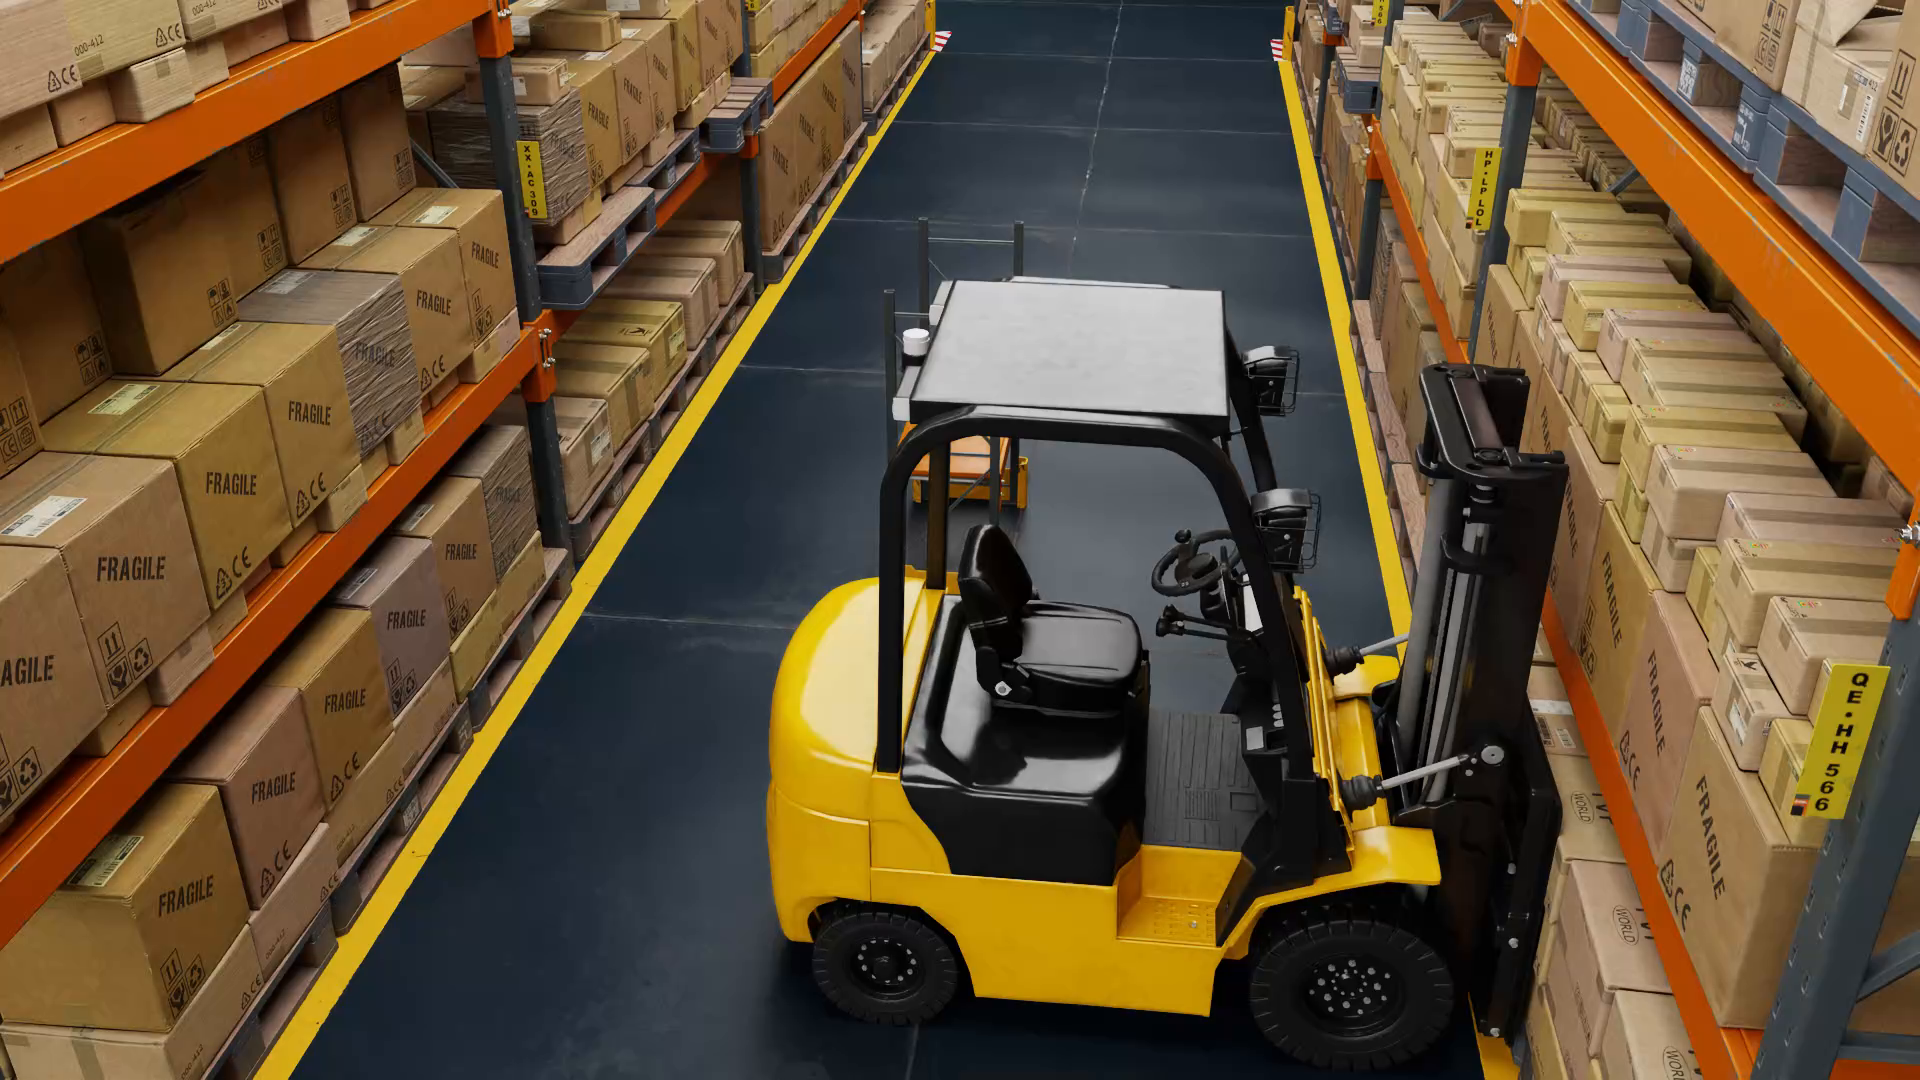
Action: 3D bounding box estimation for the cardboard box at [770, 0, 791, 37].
[{"bbox_3d":[-1.477,-3.661,11.515,0.500,0.250,0.500,4,29,7],"label":"cardboard box"}]

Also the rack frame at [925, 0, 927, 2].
[{"bbox_3d":[-0.869,-6.806,17.720,1.000,3.000,0.127,3,28,6],"label":"rack frame"}]

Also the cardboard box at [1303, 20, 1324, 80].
[{"bbox_3d":[3.582,-4.678,15.963,0.500,0.500,0.500,4,29,7],"label":"cardboard box"}]

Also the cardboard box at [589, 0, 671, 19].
[{"bbox_3d":[-1.769,-2.899,8.923,0.380,0.149,0.250,2,28,4],"label":"cardboard box"}]

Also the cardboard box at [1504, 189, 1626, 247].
[{"bbox_3d":[2.254,-1.198,6.208,0.380,0.149,0.250,4,29,7],"label":"cardboard box"}]

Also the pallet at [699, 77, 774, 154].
[{"bbox_3d":[-1.831,-2.614,10.141,1.213,0.211,1.003,3,28,6],"label":"pallet"}]

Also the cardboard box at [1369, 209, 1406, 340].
[{"bbox_3d":[2.988,-1.600,10.118,0.875,0.625,0.625,4,29,8],"label":"cardboard box"}]

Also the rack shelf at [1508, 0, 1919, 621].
[{"bbox_3d":[2.343,-0.933,4.415,1.077,0.370,4.000,3,28,6],"label":"rack shelf"}]

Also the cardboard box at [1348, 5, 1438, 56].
[{"bbox_3d":[2.886,-3.388,11.091,0.500,0.250,0.500,2,28,4],"label":"cardboard box"}]

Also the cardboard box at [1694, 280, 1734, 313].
[{"bbox_3d":[2.766,-0.790,5.764,0.380,0.149,0.250,4,29,7],"label":"cardboard box"}]

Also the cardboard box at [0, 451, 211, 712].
[{"bbox_3d":[-2.436,0.100,4.483,0.500,0.500,0.500,4,29,8],"label":"cardboard box"}]

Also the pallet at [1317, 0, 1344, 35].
[{"bbox_3d":[3.362,-4.182,13.052,1.003,0.211,1.213,3,28,6],"label":"pallet"}]

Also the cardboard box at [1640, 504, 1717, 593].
[{"bbox_3d":[1.984,0.018,4.264,0.380,0.149,0.250,2,28,5],"label":"cardboard box"}]

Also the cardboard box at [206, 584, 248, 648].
[{"bbox_3d":[-2.377,0.208,4.966,0.380,0.149,0.250,4,29,8],"label":"cardboard box"}]

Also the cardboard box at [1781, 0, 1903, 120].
[{"bbox_3d":[1.929,-1.005,3.384,0.396,0.266,0.258,3,29,6],"label":"cardboard box"}]

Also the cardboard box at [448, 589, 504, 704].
[{"bbox_3d":[-2.200,0.414,6.776,0.500,0.250,0.500,3,28,5],"label":"cardboard box"}]

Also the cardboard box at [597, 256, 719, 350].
[{"bbox_3d":[-2.011,-1.455,10.116,0.950,0.372,0.625,3,28,5],"label":"cardboard box"}]

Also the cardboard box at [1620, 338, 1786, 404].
[{"bbox_3d":[2.162,-0.469,4.855,0.380,0.149,0.250,3,29,6],"label":"cardboard box"}]

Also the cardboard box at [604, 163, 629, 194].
[{"bbox_3d":[-1.887,-1.847,8.337,0.380,0.149,0.250,4,29,7],"label":"cardboard box"}]

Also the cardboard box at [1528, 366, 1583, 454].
[{"bbox_3d":[2.166,-0.236,5.420,0.500,0.500,0.500,3,28,6],"label":"cardboard box"}]

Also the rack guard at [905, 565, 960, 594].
[{"bbox_3d":[-0.070,0.160,7.689,0.587,0.250,0.087,3,28,6],"label":"rack guard"}]

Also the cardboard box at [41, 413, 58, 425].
[{"bbox_3d":[-2.905,-0.191,5.024,0.500,0.500,0.500,3,28,6],"label":"cardboard box"}]

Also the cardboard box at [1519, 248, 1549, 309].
[{"bbox_3d":[2.257,-0.943,6.049,0.380,0.149,0.250,4,29,7],"label":"cardboard box"}]

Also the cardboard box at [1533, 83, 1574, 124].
[{"bbox_3d":[3.070,-2.194,8.371,0.380,0.149,0.250,4,29,8],"label":"cardboard box"}]

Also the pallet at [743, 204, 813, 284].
[{"bbox_3d":[-1.678,-2.179,12.072,1.003,0.211,1.213,3,28,6],"label":"pallet"}]

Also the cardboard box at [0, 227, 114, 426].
[{"bbox_3d":[-2.953,-0.626,4.777,0.700,0.500,0.500,3,28,6],"label":"cardboard box"}]

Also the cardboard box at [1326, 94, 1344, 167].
[{"bbox_3d":[3.230,-3.255,13.321,0.500,0.500,0.500,3,28,6],"label":"cardboard box"}]

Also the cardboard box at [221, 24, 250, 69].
[{"bbox_3d":[-2.359,-1.479,4.934,0.380,0.149,0.250,3,28,6],"label":"cardboard box"}]

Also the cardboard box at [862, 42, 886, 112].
[{"bbox_3d":[-1.175,-4.269,15.270,0.875,0.438,0.875,3,28,5],"label":"cardboard box"}]

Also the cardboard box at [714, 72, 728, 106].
[{"bbox_3d":[-1.603,-2.695,9.911,0.380,0.149,0.250,3,28,6],"label":"cardboard box"}]

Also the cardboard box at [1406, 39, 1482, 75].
[{"bbox_3d":[2.709,-2.702,9.313,0.380,0.149,0.250,4,29,8],"label":"cardboard box"}]

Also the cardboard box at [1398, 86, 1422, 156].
[{"bbox_3d":[2.636,-2.232,8.861,0.500,0.250,0.500,3,28,5],"label":"cardboard box"}]

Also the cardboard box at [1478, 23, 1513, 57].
[{"bbox_3d":[3.239,-2.918,9.714,0.380,0.149,0.250,4,29,8],"label":"cardboard box"}]

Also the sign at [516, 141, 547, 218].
[{"bbox_3d":[-1.800,-1.510,6.978,0.100,0.325,0.005,3,28,6],"label":"sign"}]

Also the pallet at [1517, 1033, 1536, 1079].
[{"bbox_3d":[2.150,1.878,4.542,1.003,0.211,1.213,3,28,6],"label":"pallet"}]

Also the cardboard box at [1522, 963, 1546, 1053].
[{"bbox_3d":[1.982,1.330,5.075,0.500,0.250,0.500,4,29,7],"label":"cardboard box"}]

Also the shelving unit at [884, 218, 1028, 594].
[{"bbox_3d":[-0.009,-0.624,7.828,0.587,1.500,1.083,3,28,6],"label":"shelving unit"}]

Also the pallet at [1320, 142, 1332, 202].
[{"bbox_3d":[3.506,-3.023,13.639,1.003,0.211,1.213,3,28,6],"label":"pallet"}]

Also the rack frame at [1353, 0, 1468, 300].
[{"bbox_3d":[3.078,-2.753,10.198,1.000,3.000,0.127,3,28,6],"label":"rack frame"}]

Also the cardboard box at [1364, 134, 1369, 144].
[{"bbox_3d":[3.043,-2.744,11.689,0.380,0.149,0.250,4,29,8],"label":"cardboard box"}]

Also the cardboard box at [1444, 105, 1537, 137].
[{"bbox_3d":[2.536,-1.977,7.968,0.380,0.149,0.250,4,29,7],"label":"cardboard box"}]

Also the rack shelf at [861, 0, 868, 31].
[{"bbox_3d":[-1.114,-5.548,16.143,1.077,0.370,4.000,3,28,6],"label":"rack shelf"}]

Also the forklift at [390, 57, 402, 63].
[{"bbox_3d":[-4.257,-3.049,10.819,1.130,2.935,3.031,4,29,7],"label":"forklift"}]

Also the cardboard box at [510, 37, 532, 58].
[{"bbox_3d":[-2.382,-2.224,8.353,0.500,0.500,0.500,4,29,8],"label":"cardboard box"}]

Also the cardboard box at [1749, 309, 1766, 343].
[{"bbox_3d":[2.737,-0.680,5.246,0.380,0.149,0.250,3,28,5],"label":"cardboard box"}]

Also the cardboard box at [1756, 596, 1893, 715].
[{"bbox_3d":[1.932,0.253,3.514,0.380,0.149,0.250,3,28,6],"label":"cardboard box"}]

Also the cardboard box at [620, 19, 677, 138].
[{"bbox_3d":[-1.810,-2.431,8.738,0.500,0.500,0.500,2,28,4],"label":"cardboard box"}]

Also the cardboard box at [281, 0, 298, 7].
[{"bbox_3d":[-2.264,-1.842,5.188,0.500,0.250,0.500,3,28,5],"label":"cardboard box"}]

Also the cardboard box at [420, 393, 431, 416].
[{"bbox_3d":[-2.253,-0.525,6.327,0.380,0.149,0.250,3,28,5],"label":"cardboard box"}]

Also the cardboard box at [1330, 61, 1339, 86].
[{"bbox_3d":[3.260,-3.853,13.748,0.380,0.149,0.250,5,29,9],"label":"cardboard box"}]

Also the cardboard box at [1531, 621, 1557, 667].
[{"bbox_3d":[2.095,0.400,5.748,0.500,0.250,0.500,4,29,8],"label":"cardboard box"}]

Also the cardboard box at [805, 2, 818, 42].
[{"bbox_3d":[-1.367,-3.912,12.506,0.500,0.250,0.500,3,28,6],"label":"cardboard box"}]

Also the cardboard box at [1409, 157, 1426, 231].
[{"bbox_3d":[2.593,-1.769,8.529,0.500,0.250,0.500,4,29,8],"label":"cardboard box"}]

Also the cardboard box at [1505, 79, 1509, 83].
[{"bbox_3d":[3.238,-2.439,9.246,0.500,0.250,0.500,4,29,7],"label":"cardboard box"}]

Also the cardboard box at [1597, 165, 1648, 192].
[{"bbox_3d":[2.929,-1.476,7.038,0.380,0.149,0.250,2,28,5],"label":"cardboard box"}]

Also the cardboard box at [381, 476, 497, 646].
[{"bbox_3d":[-2.206,0.072,6.619,0.500,0.500,0.500,4,29,7],"label":"cardboard box"}]
